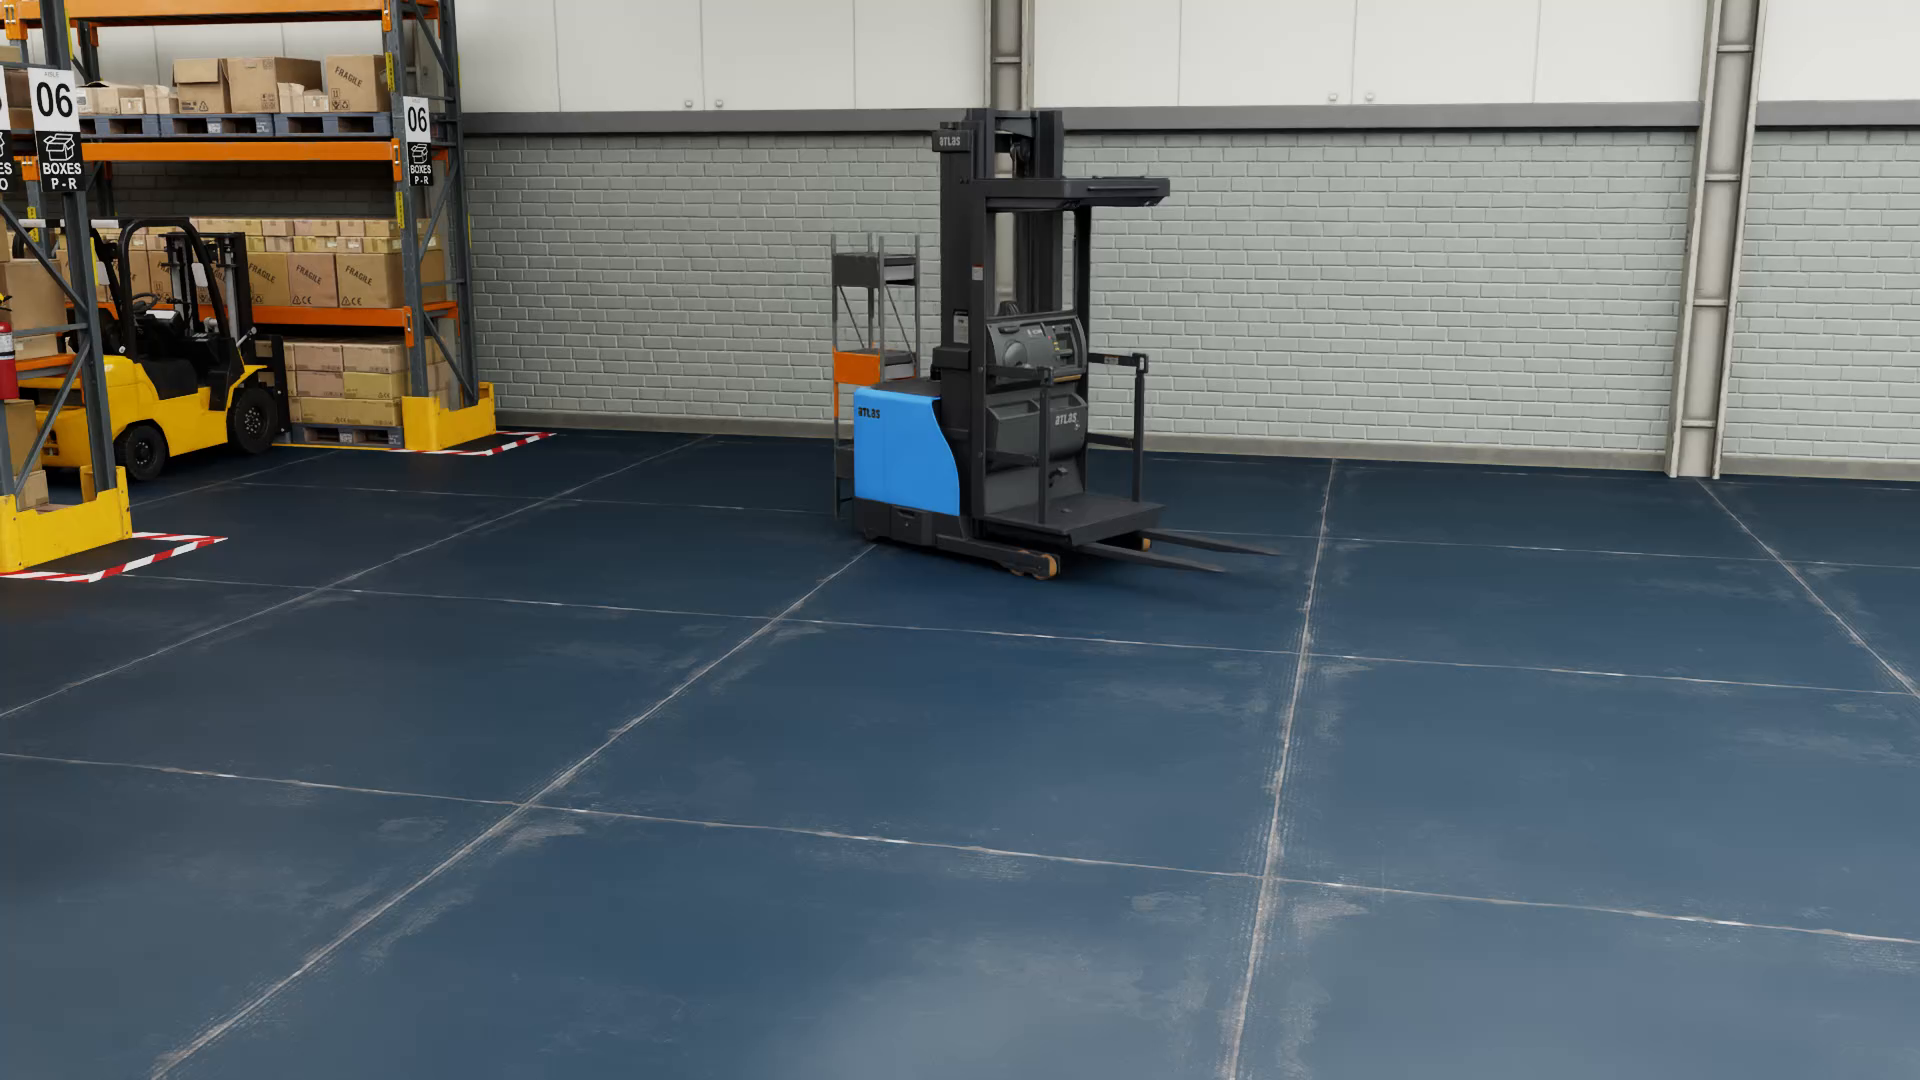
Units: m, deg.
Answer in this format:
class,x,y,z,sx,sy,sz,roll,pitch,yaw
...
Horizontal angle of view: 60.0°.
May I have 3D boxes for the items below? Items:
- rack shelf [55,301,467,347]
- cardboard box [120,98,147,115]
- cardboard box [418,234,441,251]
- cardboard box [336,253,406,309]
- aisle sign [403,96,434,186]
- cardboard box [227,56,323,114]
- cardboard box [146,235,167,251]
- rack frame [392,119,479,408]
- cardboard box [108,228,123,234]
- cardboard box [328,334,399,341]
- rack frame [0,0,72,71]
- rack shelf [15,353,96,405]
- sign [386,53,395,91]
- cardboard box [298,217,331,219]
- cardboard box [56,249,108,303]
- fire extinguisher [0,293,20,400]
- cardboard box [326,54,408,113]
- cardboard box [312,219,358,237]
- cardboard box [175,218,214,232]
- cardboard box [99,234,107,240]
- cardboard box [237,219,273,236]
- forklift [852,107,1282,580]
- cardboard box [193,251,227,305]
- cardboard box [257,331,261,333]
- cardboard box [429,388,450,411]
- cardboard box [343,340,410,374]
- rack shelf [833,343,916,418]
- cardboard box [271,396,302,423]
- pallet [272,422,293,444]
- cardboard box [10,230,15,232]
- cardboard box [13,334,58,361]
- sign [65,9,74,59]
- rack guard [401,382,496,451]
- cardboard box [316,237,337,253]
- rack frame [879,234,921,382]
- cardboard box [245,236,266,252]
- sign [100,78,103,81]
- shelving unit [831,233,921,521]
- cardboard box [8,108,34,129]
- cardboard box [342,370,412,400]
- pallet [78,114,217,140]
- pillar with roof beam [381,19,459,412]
class,x,y,z,sx,sy,sz,roll,pitch,yaw
rack shelf,-6.864,-2.173,16.263,4.000,0.370,1.077,3,13,14
cardboard box,-7.697,-4.096,15.726,0.250,0.149,0.380,3,13,15
cardboard box,-5.190,-2.858,15.961,0.250,0.149,0.380,3,13,12
cardboard box,-5.463,-2.439,15.572,0.500,0.500,0.500,3,13,12
aisle sign,-4.929,-3.624,15.142,0.004,0.787,0.394,3,13,14
cardboard box,-6.381,-4.233,15.532,0.500,0.500,0.700,3,13,14
cardboard box,-7.572,-2.858,15.963,0.250,0.149,0.380,3,13,13
rack frame,-4.923,-2.420,15.717,0.127,3.000,1.000,3,13,14
cardboard box,-8.042,-3.054,16.157,0.250,0.149,0.380,3,13,12
cardboard box,-5.830,-1.861,16.266,0.500,0.250,0.500,3,13,14
rack frame,-6.108,-4.305,10.362,0.127,3.000,1.000,3,13,14
rack shelf,-8.050,-1.129,11.557,4.000,0.370,1.077,3,13,14
sign,-5.066,-4.165,14.794,0.005,0.325,0.100,3,13,14
cardboard box,-6.202,-3.049,16.136,0.250,0.149,0.380,3,13,15
cardboard box,-8.438,-2.599,16.291,0.500,0.500,0.500,3,13,12
fire extinguisher,-6.108,-1.236,10.556,0.183,0.674,0.296,3,13,14
cardboard box,-5.411,-4.159,15.198,0.500,0.500,0.500,3,13,15
cardboard box,-5.828,-2.919,15.552,0.250,0.149,0.380,3,13,15
cardboard box,-7.298,-3.009,15.957,0.250,0.149,0.380,3,13,13
cardboard box,-8.308,-2.908,16.189,0.250,0.149,0.380,3,13,15
cardboard box,-6.584,-2.950,15.691,0.250,0.149,0.380,3,13,15
forklift,0.667,-1.301,10.831,3.031,2.935,1.130,11,17,41
cardboard box,-6.953,-2.519,15.929,0.500,0.500,0.500,3,13,14
cardboard box,-7.299,-1.942,16.630,0.500,0.250,0.500,3,13,14
cardboard box,-5.353,-1.350,16.270,0.500,0.250,0.500,3,13,14
cardboard box,-5.444,-1.729,15.673,0.500,0.250,0.500,4,13,15
rack shelf,-0.606,-1.149,12.130,0.480,0.518,0.431,11,17,41
cardboard box,-6.419,-1.297,16.031,0.500,0.250,0.500,3,13,14
pallet,-6.856,-1.154,16.446,1.213,0.211,1.003,3,13,14
cardboard box,-9.586,-3.095,17.029,0.250,0.149,0.380,3,13,13
cardboard box,-6.388,-1.315,11.314,0.250,0.149,0.380,3,13,14
sign,-5.978,-3.381,11.106,0.005,0.325,0.100,3,13,14
rack guard,-4.899,-1.199,15.982,0.348,0.500,1.175,3,13,14
cardboard box,-5.819,-2.778,15.602,0.250,0.149,0.380,3,13,15
rack frame,-0.427,-1.127,11.966,0.015,2.100,0.400,11,17,41
cardboard box,-6.578,-2.806,15.728,0.250,0.149,0.380,3,13,14
sign,-8.675,-4.500,16.790,0.005,0.325,0.100,3,13,14
shelving unit,-0.606,-1.163,12.127,0.503,2.100,0.431,11,17,41
cardboard box,-6.352,-2.803,11.099,0.250,0.149,0.380,3,13,14
cardboard box,-5.470,-1.486,15.733,0.500,0.250,0.500,3,13,13
pallet,-7.972,-4.010,16.162,1.213,0.211,1.003,3,13,14
pillar with roof beam,-6.414,-4.669,12.004,0.400,9.000,9.100,3,13,14
